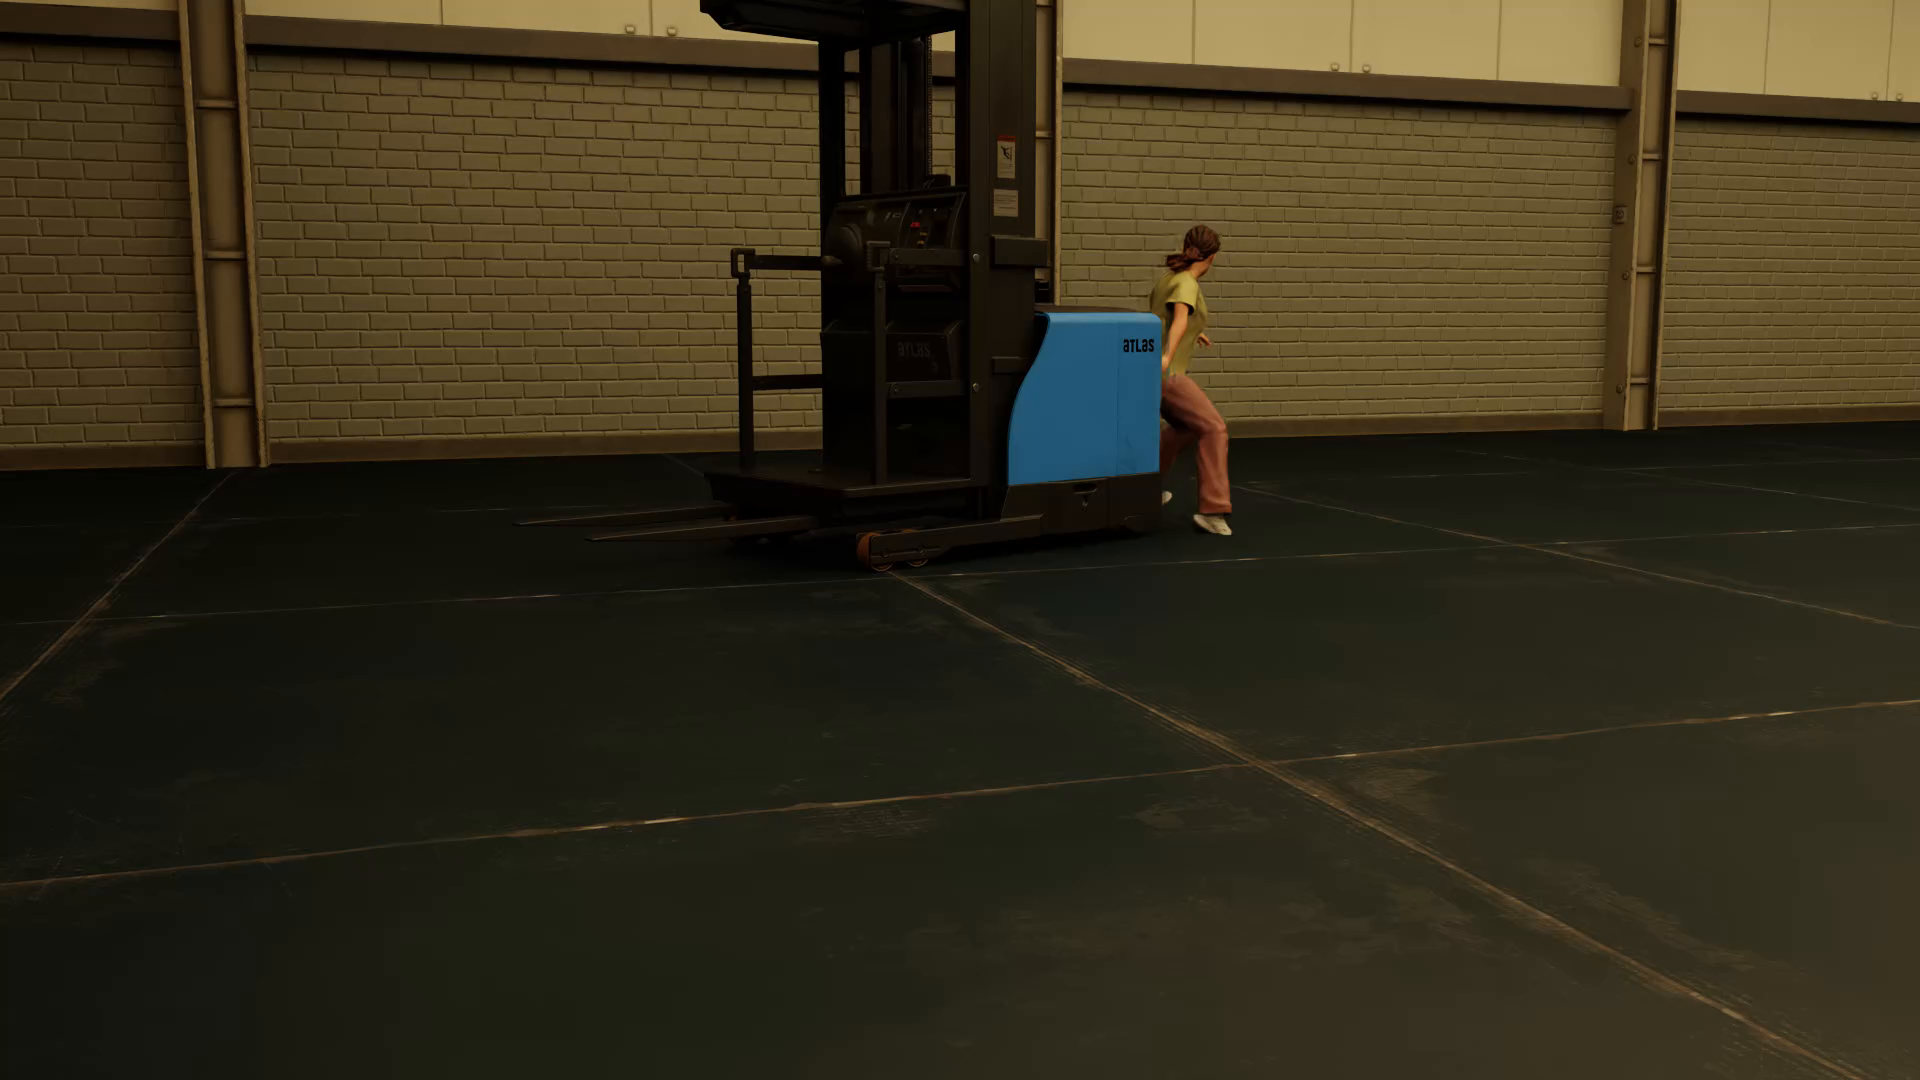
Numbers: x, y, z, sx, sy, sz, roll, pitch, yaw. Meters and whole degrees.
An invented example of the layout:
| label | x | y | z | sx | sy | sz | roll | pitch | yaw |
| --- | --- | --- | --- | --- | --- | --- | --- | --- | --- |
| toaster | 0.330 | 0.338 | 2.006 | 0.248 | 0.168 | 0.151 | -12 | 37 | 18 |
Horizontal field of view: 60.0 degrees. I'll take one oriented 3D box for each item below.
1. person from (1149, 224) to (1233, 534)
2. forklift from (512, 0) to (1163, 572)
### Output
| label | x | y | z | sx | sy | sz | roll | pitch | yaw |
| --- | --- | --- | --- | --- | --- | --- | --- | --- | --- |
| person | 1.119 | -0.793 | 8.494 | 0.521 | 1.615 | 1.010 | 0 | 8 | -1 |
| forklift | -0.461 | -1.399 | 7.333 | 3.031 | 2.935 | 1.130 | -7 | 10 | -40 |
